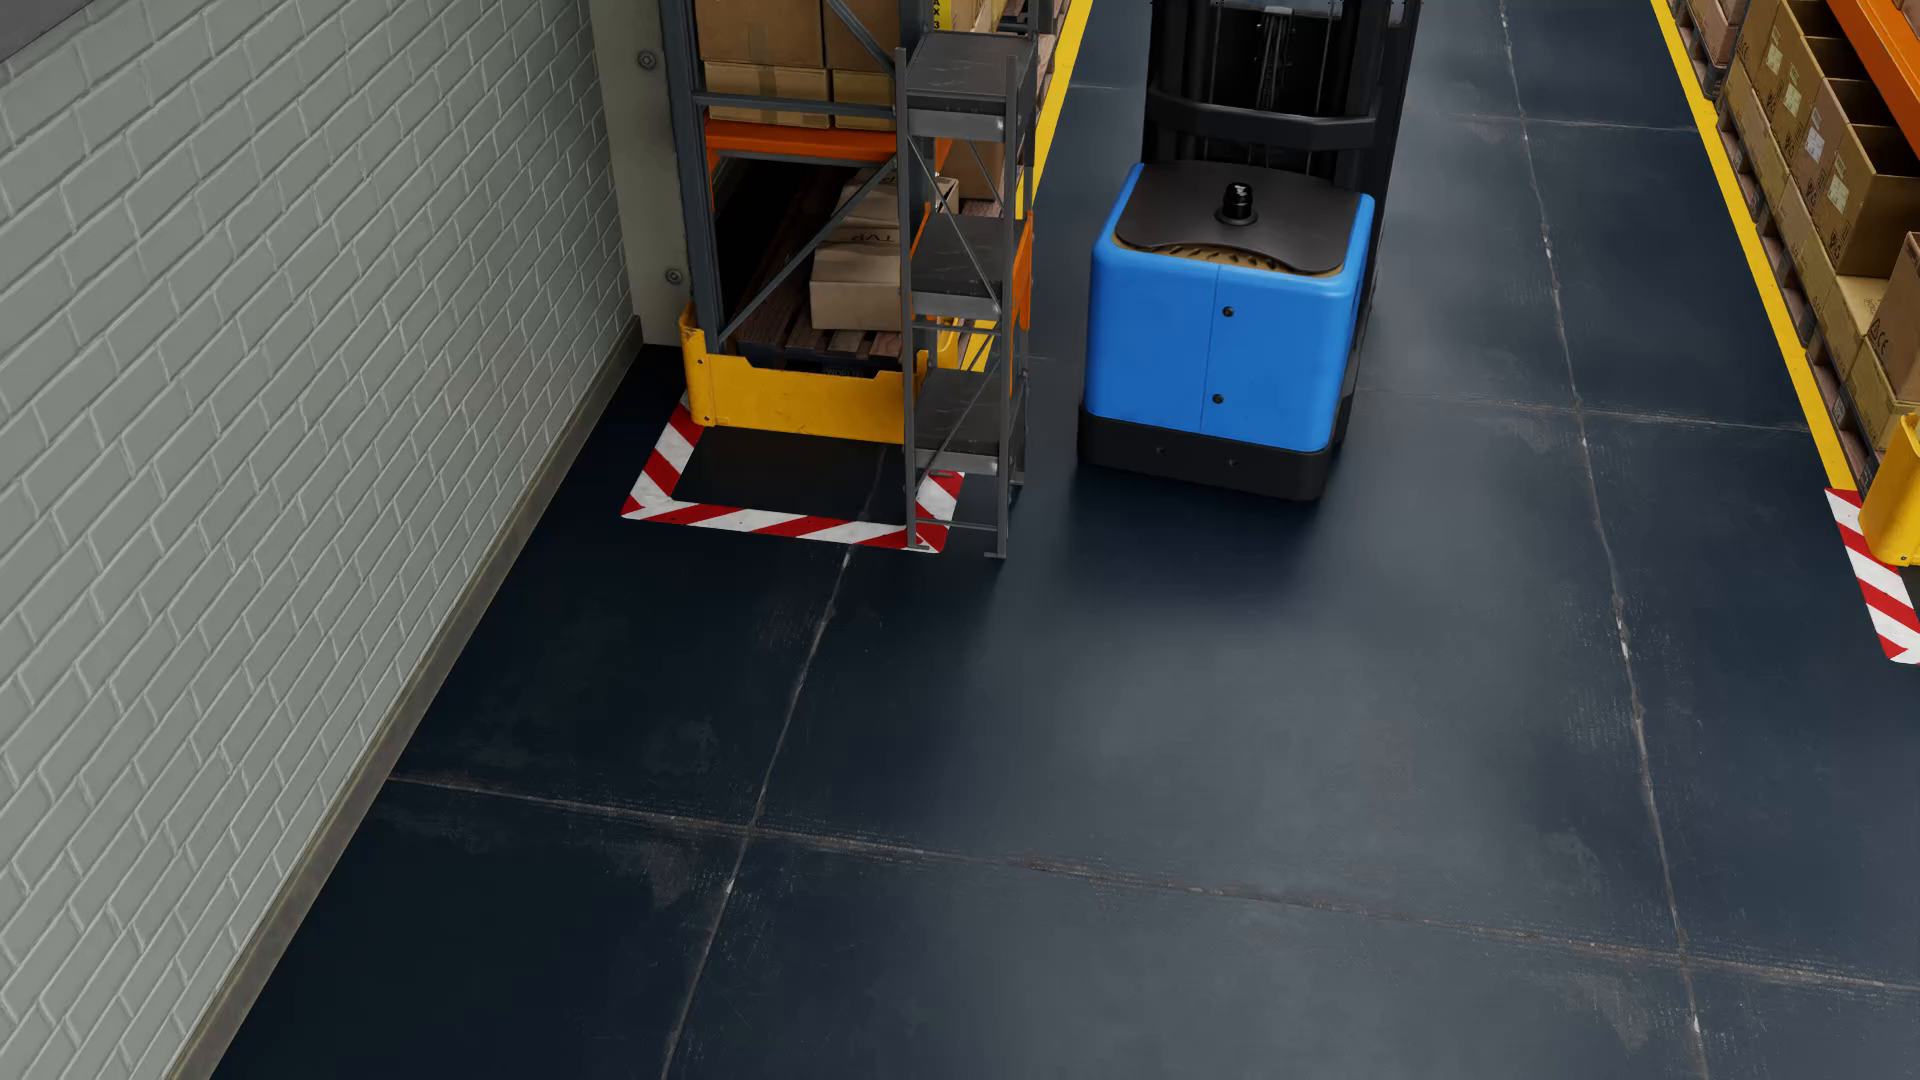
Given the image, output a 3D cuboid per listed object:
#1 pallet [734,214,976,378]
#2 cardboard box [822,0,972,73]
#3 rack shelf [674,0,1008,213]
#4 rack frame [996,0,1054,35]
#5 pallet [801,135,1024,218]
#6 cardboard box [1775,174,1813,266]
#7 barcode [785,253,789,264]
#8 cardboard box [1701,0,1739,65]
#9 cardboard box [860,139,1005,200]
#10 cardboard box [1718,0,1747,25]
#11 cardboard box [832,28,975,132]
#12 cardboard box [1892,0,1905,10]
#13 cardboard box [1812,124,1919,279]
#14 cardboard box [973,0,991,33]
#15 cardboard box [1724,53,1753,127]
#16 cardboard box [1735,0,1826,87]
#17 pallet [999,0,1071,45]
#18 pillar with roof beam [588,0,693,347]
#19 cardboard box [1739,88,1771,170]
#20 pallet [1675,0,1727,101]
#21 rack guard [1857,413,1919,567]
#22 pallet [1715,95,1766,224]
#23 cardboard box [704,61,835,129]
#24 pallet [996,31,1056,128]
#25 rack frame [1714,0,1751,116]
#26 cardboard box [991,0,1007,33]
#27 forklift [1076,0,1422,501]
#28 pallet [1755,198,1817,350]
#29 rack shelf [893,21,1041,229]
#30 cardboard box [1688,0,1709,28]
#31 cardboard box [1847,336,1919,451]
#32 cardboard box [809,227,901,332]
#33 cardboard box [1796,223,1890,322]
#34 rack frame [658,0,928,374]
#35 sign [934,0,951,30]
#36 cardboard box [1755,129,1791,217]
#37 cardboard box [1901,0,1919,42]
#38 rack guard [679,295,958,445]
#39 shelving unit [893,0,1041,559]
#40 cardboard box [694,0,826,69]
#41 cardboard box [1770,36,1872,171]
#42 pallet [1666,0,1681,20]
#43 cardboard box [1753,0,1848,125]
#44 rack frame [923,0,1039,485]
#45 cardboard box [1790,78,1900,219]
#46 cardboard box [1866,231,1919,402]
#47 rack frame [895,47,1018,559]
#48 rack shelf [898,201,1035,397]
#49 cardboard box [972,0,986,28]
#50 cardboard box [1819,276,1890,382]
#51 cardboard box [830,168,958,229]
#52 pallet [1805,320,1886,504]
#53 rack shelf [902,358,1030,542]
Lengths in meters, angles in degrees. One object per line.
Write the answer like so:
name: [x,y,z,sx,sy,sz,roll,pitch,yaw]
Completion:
pallet: [-0.430,-1.147,7.971,1.003,0.211,1.213,6,40,8]
cardboard box: [-0.240,-2.173,6.538,0.500,0.500,0.500,6,40,8]
rack shelf: [-0.272,-2.646,8.160,1.077,0.370,4.000,6,40,8]
rack frame: [0.074,-4.178,9.449,1.000,3.000,0.127,6,40,8]
pallet: [-0.216,-1.910,8.894,1.003,0.211,1.213,6,40,8]
cardboard box: [4.311,-1.538,8.084,0.500,0.250,0.500,6,40,8]
barcode: [-0.801,-1.284,7.707,0.001,0.075,0.075,6,40,8]
cardboard box: [4.740,-3.028,9.887,0.500,0.250,0.500,6,40,7]
cardboard box: [-0.135,-2.111,8.565,0.700,0.500,0.500,4,40,5]
cardboard box: [4.741,-3.238,9.701,0.500,0.311,0.500,6,40,8]
cardboard box: [-0.221,-1.889,6.782,0.500,0.250,0.500,5,40,6]
cardboard box: [4.707,-2.747,7.640,0.700,0.500,0.500,7,40,8]
cardboard box: [4.220,-1.513,7.466,0.500,0.500,0.500,6,40,8]
cardboard box: [-0.145,-2.216,7.178,0.500,0.250,0.500,5,40,6]
cardboard box: [4.575,-2.479,9.222,0.500,0.250,0.500,6,40,8]
cardboard box: [4.565,-2.769,8.985,0.500,0.500,0.500,6,40,8]
pallet: [0.207,-3.592,10.929,1.003,0.211,1.213,6,40,8]
pillar with roof beam: [2.891,-4.040,4.574,9.100,9.000,0.400,6,40,8]
cardboard box: [4.483,-2.165,8.843,0.500,0.250,0.500,6,40,8]
pallet: [5.043,-3.026,10.244,1.003,0.211,1.213,6,40,8]
rack guard: [4.257,-0.145,6.533,1.175,0.500,0.348,6,40,8]
pallet: [4.775,-2.065,9.082,1.003,0.211,1.213,6,40,8]
cardboard box: [-0.728,-1.932,6.835,0.500,0.250,0.500,7,40,8]
pallet: [-0.007,-2.678,9.823,1.003,0.211,1.213,6,40,8]
rack frame: [4.954,-3.634,8.791,1.000,3.000,0.127,6,40,8]
cardboard box: [-0.051,-2.535,7.564,0.500,0.250,0.500,6,40,7]
forklift: [1.415,-2.237,7.155,1.130,2.935,3.031,11,41,13]
pallet: [4.566,-1.297,8.153,1.003,0.211,1.213,6,40,8]
rack shelf: [0.029,-1.442,5.769,0.431,0.518,0.480,6,40,8]
cardboard box: [4.829,-3.346,10.271,0.500,0.250,0.500,6,40,7]
cardboard box: [4.063,-0.595,6.944,0.500,0.250,0.500,6,40,8]
cardboard box: [-0.410,-1.225,7.643,0.500,0.311,0.500,2,40,3]
cardboard box: [4.223,-1.224,7.705,0.500,0.250,0.500,6,40,8]
rack frame: [-0.618,-1.668,6.413,1.000,3.000,0.127,6,40,8]
sign: [-0.084,-1.942,6.065,0.100,0.325,0.005,6,40,8]
cardboard box: [4.392,-1.852,8.464,0.500,0.250,0.500,6,40,8]
cardboard box: [4.620,-2.426,7.251,0.700,0.500,0.500,8,40,9]
rack guard: [-0.605,-0.752,7.267,1.175,0.500,0.348,6,40,8]
shelving unit: [0.029,-0.913,6.206,0.431,2.100,0.503,6,40,8]
cardboard box: [-0.746,-2.226,6.602,0.500,0.500,0.500,6,40,7]
cardboard box: [4.392,-2.141,8.225,0.500,0.500,0.500,6,40,8]
pallet: [5.251,-3.794,11.173,1.003,0.211,1.213,6,40,8]
cardboard box: [4.486,-2.454,8.604,0.500,0.500,0.500,6,40,8]
rack frame: [0.071,-1.066,6.392,0.400,2.100,0.015,6,40,8]
cardboard box: [4.307,-1.827,7.846,0.500,0.500,0.500,6,40,8]
cardboard box: [4.061,-0.884,6.705,0.500,0.500,0.500,6,40,8]
rack frame: [-0.013,-0.760,6.021,0.400,2.100,0.015,6,40,8]
rack shelf: [0.029,-0.903,6.215,0.431,0.518,0.480,6,40,8]
cardboard box: [-0.144,-2.482,6.912,0.500,0.500,0.500,7,40,8]
cardboard box: [4.138,-0.910,7.325,0.500,0.250,0.500,6,40,8]
cardboard box: [-0.311,-1.583,8.075,0.500,0.311,0.500,10,41,11]
pallet: [4.352,-0.534,7.230,1.003,0.211,1.213,6,40,8]
rack shelf: [0.029,-0.363,6.661,0.431,0.518,0.480,6,40,8]
